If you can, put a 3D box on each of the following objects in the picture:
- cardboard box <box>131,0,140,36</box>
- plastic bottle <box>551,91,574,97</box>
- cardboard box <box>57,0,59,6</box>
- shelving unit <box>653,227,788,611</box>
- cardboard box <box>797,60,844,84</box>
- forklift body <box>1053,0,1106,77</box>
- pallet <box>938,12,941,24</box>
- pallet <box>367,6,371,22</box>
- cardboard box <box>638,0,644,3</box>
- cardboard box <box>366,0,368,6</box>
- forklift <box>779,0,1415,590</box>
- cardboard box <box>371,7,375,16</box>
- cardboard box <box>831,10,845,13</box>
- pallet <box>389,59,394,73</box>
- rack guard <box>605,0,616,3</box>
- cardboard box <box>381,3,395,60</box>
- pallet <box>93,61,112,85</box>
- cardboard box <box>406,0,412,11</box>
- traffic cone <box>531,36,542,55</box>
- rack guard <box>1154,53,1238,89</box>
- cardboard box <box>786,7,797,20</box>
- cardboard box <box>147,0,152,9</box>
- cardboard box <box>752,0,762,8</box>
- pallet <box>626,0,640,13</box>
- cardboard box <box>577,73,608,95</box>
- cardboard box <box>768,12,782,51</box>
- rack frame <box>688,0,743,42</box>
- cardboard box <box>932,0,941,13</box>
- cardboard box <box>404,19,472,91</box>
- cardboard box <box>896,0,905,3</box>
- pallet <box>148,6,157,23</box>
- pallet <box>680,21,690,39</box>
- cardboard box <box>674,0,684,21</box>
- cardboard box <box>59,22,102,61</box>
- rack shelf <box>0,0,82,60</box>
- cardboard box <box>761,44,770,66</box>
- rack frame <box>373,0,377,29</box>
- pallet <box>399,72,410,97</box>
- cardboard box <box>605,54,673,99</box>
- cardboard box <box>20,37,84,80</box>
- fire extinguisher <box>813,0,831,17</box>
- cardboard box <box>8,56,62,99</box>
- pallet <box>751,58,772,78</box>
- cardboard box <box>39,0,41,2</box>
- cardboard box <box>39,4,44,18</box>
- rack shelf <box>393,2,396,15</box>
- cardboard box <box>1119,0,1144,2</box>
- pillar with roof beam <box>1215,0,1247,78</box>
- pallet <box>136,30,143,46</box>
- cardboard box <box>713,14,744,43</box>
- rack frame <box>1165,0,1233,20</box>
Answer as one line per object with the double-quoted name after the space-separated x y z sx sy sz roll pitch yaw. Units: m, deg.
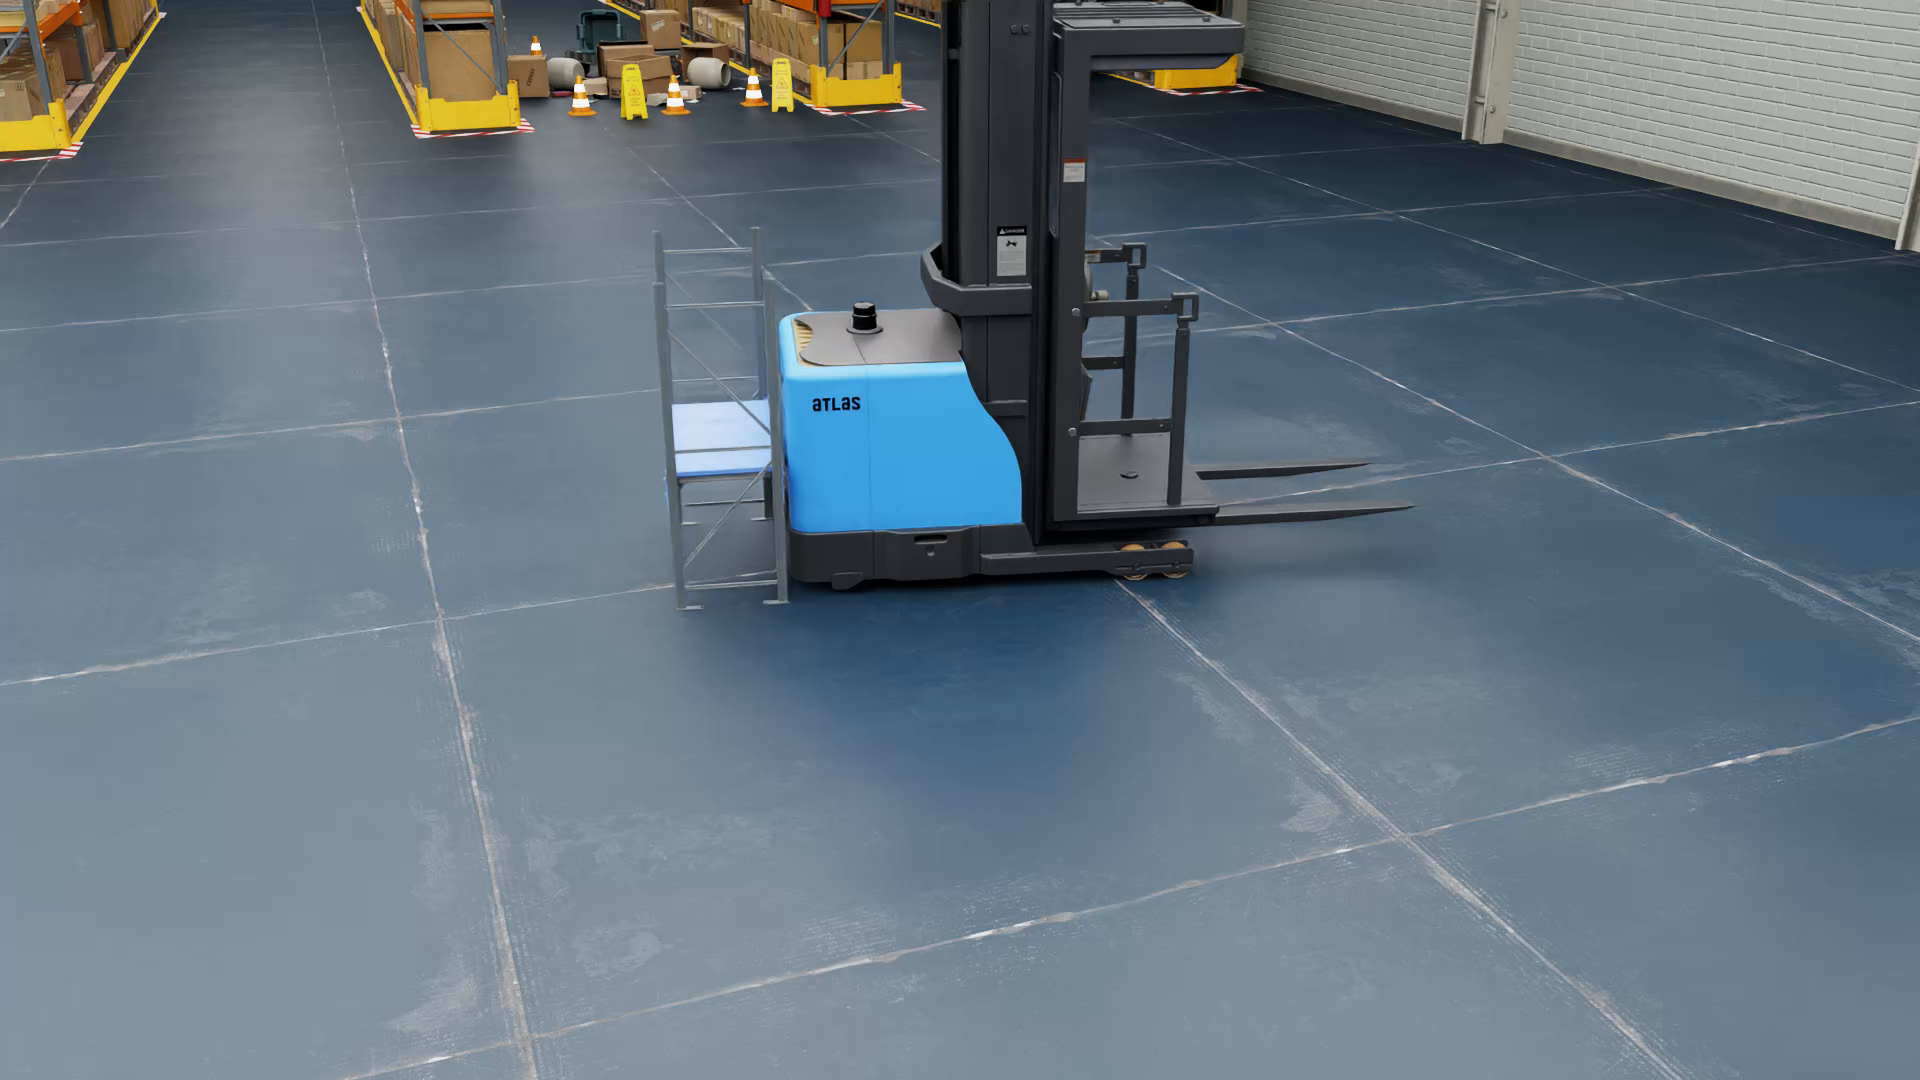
-14.281 -8.769 27.387 1.225 0.875 0.875 -9 25 -21 "cardboard box"
-5.373 -6.033 22.484 0.283 0.061 0.133 -18 29 -37 "plastic bottle"
-11.149 -6.501 20.136 0.380 0.149 0.250 -8 24 -19 "cardboard box"
-1.116 -0.586 7.710 0.538 1.500 1.048 -4 23 -9 "shelving unit"
-1.878 -6.300 22.335 0.500 0.250 0.500 -8 24 -19 "cardboard box"
0.934 -7.838 24.077 2.313 2.155 1.214 -8 24 -19 "forklift body"
0.256 -9.689 30.966 1.003 0.211 1.213 -8 24 -19 "pallet"
-10.872 -10.151 32.061 1.003 0.211 1.213 -8 24 -19 "pallet"
-6.010 -11.049 33.361 0.875 0.438 0.875 -9 25 -21 "cardboard box"
-11.443 -10.570 32.597 0.380 0.149 0.250 -8 24 -18 "cardboard box"
0.665 -1.362 7.708 3.031 2.935 1.130 -3 23 -7 "forklift"
-10.624 -9.728 30.598 0.380 0.149 0.250 -8 24 -18 "cardboard box"
-1.922 -7.286 23.708 0.500 0.500 0.500 -7 24 -16 "cardboard box"
-8.118 -7.275 25.238 1.003 0.211 1.213 -8 24 -19 "pallet"
-6.993 -11.779 35.552 1.175 0.500 0.348 -8 24 -19 "rack guard"
-7.981 -7.567 24.696 1.050 0.750 0.750 -8 24 -19 "cardboard box"
-12.727 -6.644 23.741 1.003 0.211 1.213 -8 24 -19 "pallet"
-6.315 -6.787 20.297 0.875 0.550 0.550 -8 24 -19 "cardboard box"
-6.401 -7.371 25.143 0.336 0.463 0.334 -8 24 -19 "traffic cone"
3.319 -6.630 23.336 1.175 0.500 0.348 -8 24 -19 "rack guard"
-2.137 -7.150 22.551 0.380 0.149 0.250 -8 24 -18 "cardboard box"
-15.954 -10.555 31.625 0.875 0.875 0.875 -8 24 -19 "cardboard box"
-2.801 -7.827 24.158 0.380 0.149 0.250 -8 24 -18 "cardboard box"
-6.202 -10.914 33.873 1.003 0.211 1.213 -8 24 -19 "pallet"
-5.010 -6.214 22.651 0.396 0.266 0.258 -4 23 -10 "cardboard box"
-2.408 -7.201 23.506 0.500 0.500 0.500 -7 24 -16 "cardboard box"
-4.158 -10.015 28.149 1.000 3.000 0.127 -8 24 -19 "rack frame"
-0.221 -10.236 31.352 0.500 0.500 0.500 -7 24 -17 "cardboard box"
-6.541 -6.163 21.206 0.875 0.875 0.875 -9 24 -20 "cardboard box"
-0.969 -10.986 33.130 0.500 0.500 0.500 -7 24 -17 "cardboard box"
-15.900 -9.997 31.698 1.003 0.211 1.213 -8 24 -19 "pallet"
-4.366 -9.027 29.395 1.003 0.211 1.213 -8 24 -19 "pallet"
-4.636 -9.816 29.873 0.875 0.875 0.875 -8 24 -18 "cardboard box"
-12.966 -7.266 24.278 0.700 0.500 0.500 -10 25 -23 "cardboard box"
-11.310 -6.144 19.890 1.077 0.370 4.000 -8 24 -19 "rack shelf"
-2.590 -7.044 24.100 0.500 0.250 0.500 -7 24 -16 "cardboard box"
-10.166 -10.752 29.899 1.000 3.000 0.127 -8 24 -19 "rack frame"
-7.145 -6.274 22.863 1.003 0.211 1.213 -8 24 -19 "pallet"
-4.321 -6.249 22.427 0.637 0.503 0.797 12 26 27 "cardboard box"
-12.213 -6.479 22.411 0.700 0.500 0.500 -10 25 -23 "cardboard box"
-1.723 -6.968 21.019 0.296 0.674 0.183 -8 24 -19 "fire extinguisher"
-11.410 -5.671 20.520 0.500 0.500 0.500 -11 25 -24 "cardboard box"
-2.475 -7.037 24.675 1.003 0.211 1.213 -8 24 -19 "pallet"
-11.197 -6.488 19.269 0.875 0.500 0.500 -8 24 -19 "cardboard box"
-10.733 -6.043 19.049 0.380 0.149 0.250 -8 24 -19 "cardboard box"
-8.047 -8.241 24.866 1.077 0.370 4.000 -8 24 -19 "rack shelf"
2.611 -8.111 25.344 0.500 0.250 0.500 -8 24 -19 "cardboard box"
-0.120 -10.341 21.199 9.100 9.000 0.400 -8 24 -19 "pillar with roof beam"
-14.499 -8.554 28.272 1.003 0.211 1.213 -8 24 -19 "pallet"
-3.437 -8.247 26.798 0.950 0.372 0.625 -8 24 -17 "cardboard box"
3.310 -7.790 22.872 1.000 3.000 0.127 -8 24 -19 "rack frame"
